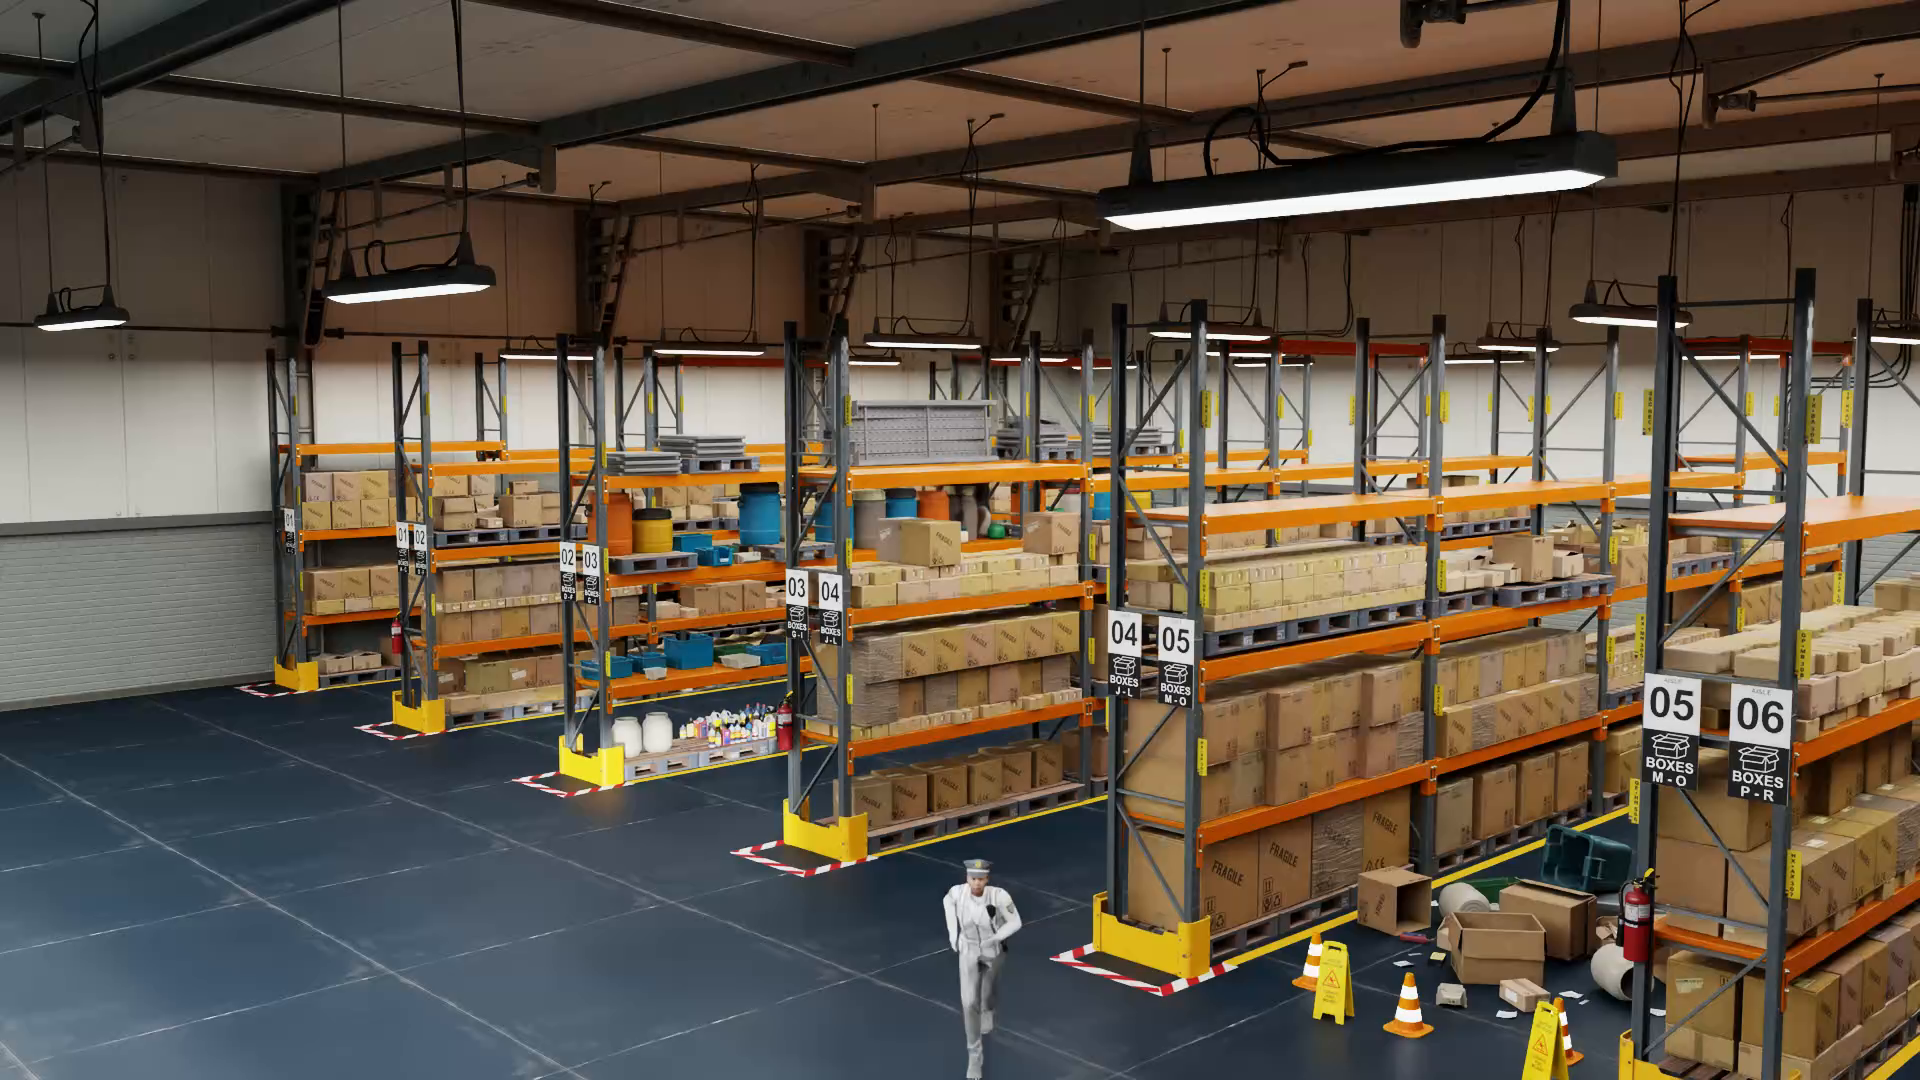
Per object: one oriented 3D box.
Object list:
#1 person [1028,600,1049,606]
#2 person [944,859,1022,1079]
[{"bbox_3d":[1.470,1.539,32.336,0.660,1.678,0.624,3,6,30],"label":"person"},{"bbox_3d":[0.174,3.229,12.910,0.616,1.691,1.037,0,5,3],"label":"person"}]
